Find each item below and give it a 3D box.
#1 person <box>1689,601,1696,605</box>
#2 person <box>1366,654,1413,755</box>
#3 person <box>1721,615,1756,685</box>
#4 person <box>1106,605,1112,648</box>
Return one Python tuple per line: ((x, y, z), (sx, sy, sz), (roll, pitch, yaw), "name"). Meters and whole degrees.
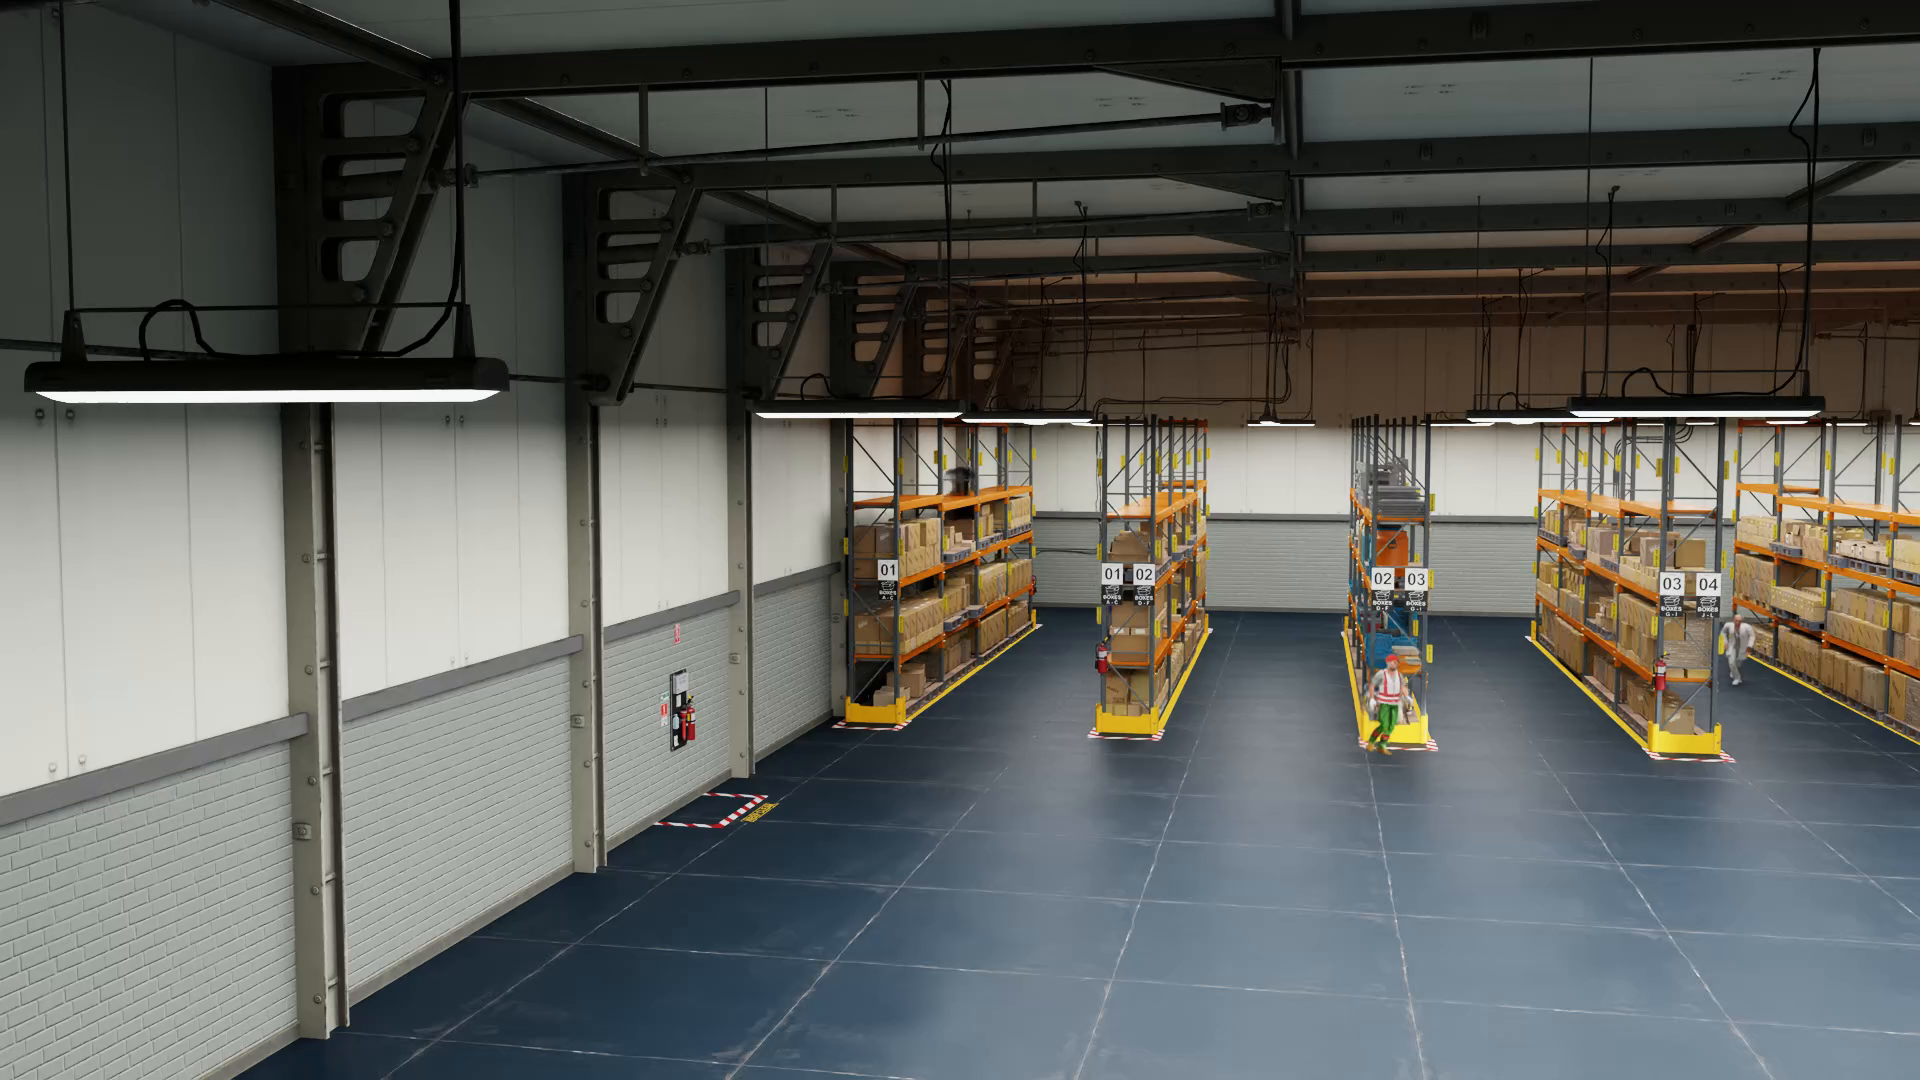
((19.027, 2.033, 42.988), (0.561, 1.679, 0.668), (1, 4, 10), "person")
((7.544, 2.908, 29.189), (0.672, 1.797, 0.703), (-2, 4, -26), "person")
((17.504, 2.438, 37.417), (0.714, 1.604, 1.033), (2, 4, 25), "person")
((4.053, 2.008, 43.572), (0.565, 1.689, 0.716), (1, 4, 10), "person")
